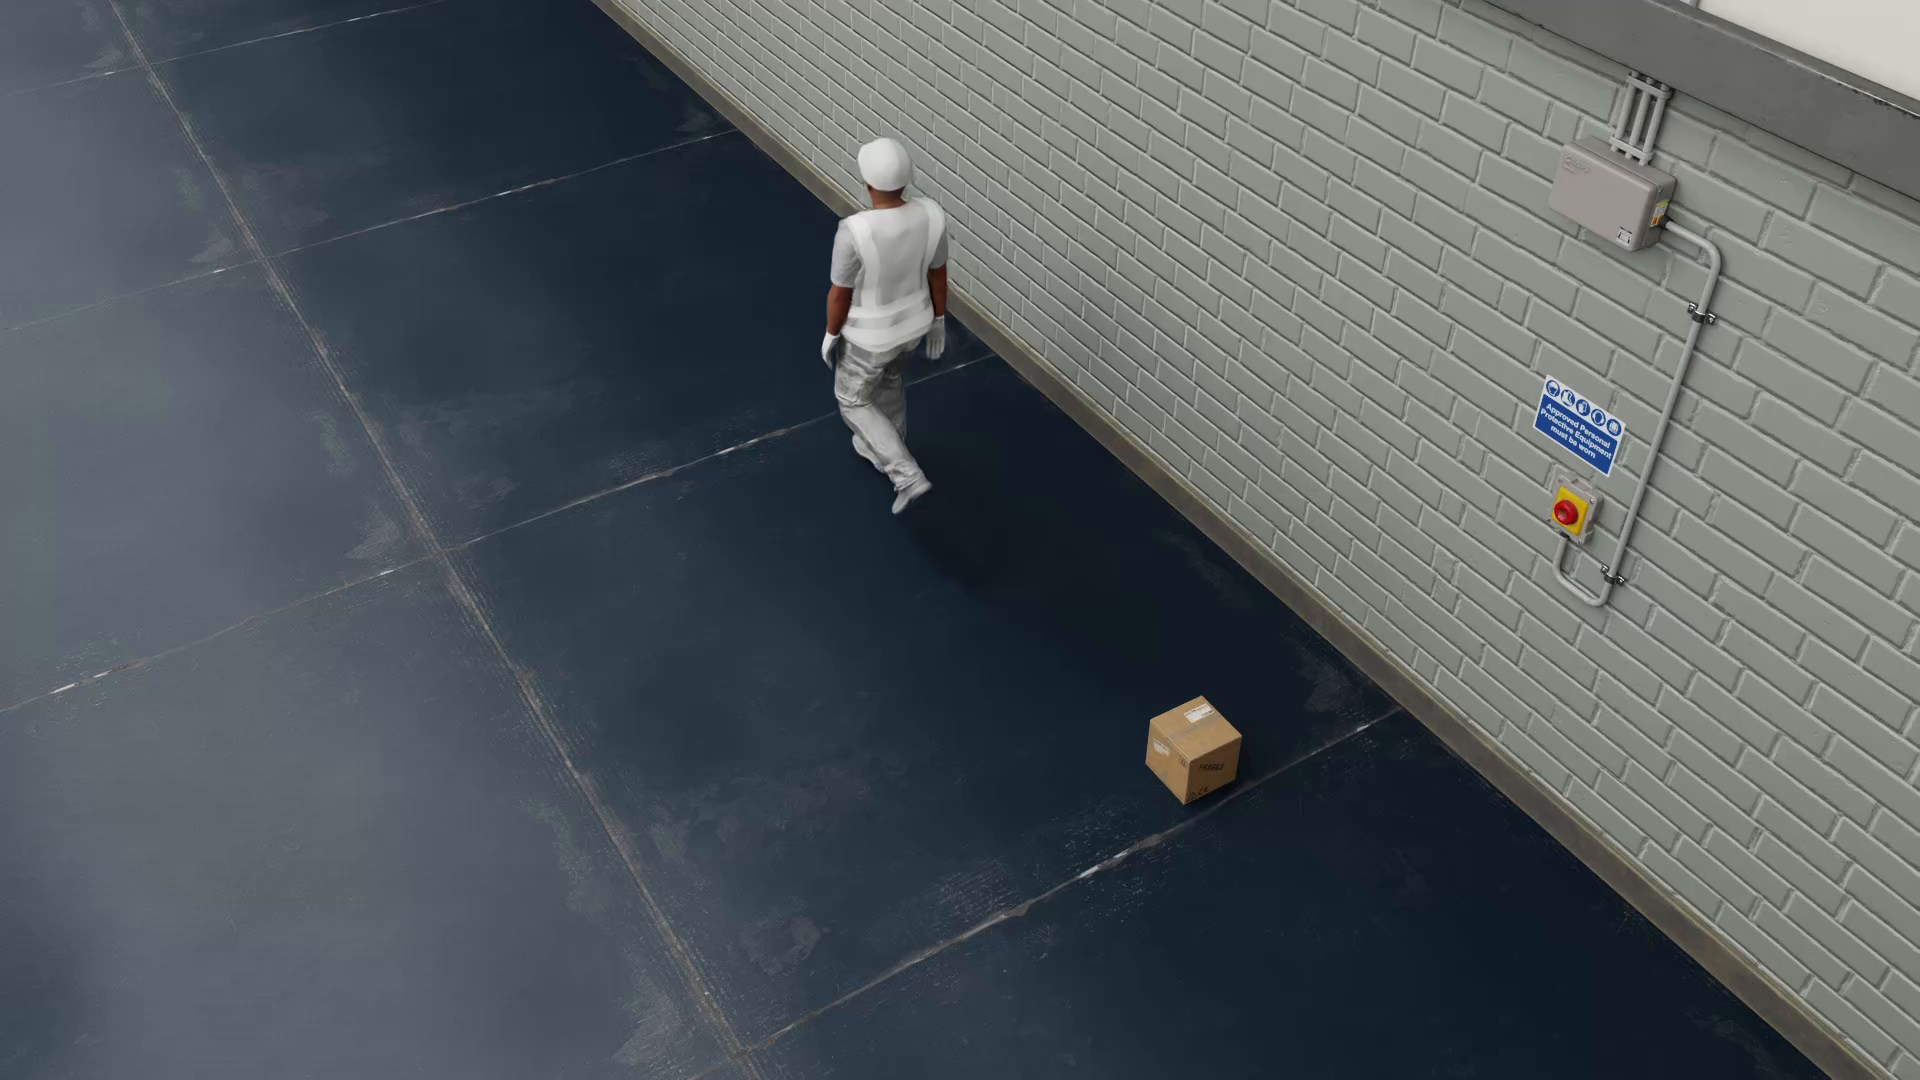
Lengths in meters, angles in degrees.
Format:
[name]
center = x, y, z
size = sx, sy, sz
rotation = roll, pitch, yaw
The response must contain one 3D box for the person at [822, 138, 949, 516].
[person]
center = -0.308, -0.913, 7.189
size = 0.556, 1.761, 0.813
rotation = -26, 47, -27
